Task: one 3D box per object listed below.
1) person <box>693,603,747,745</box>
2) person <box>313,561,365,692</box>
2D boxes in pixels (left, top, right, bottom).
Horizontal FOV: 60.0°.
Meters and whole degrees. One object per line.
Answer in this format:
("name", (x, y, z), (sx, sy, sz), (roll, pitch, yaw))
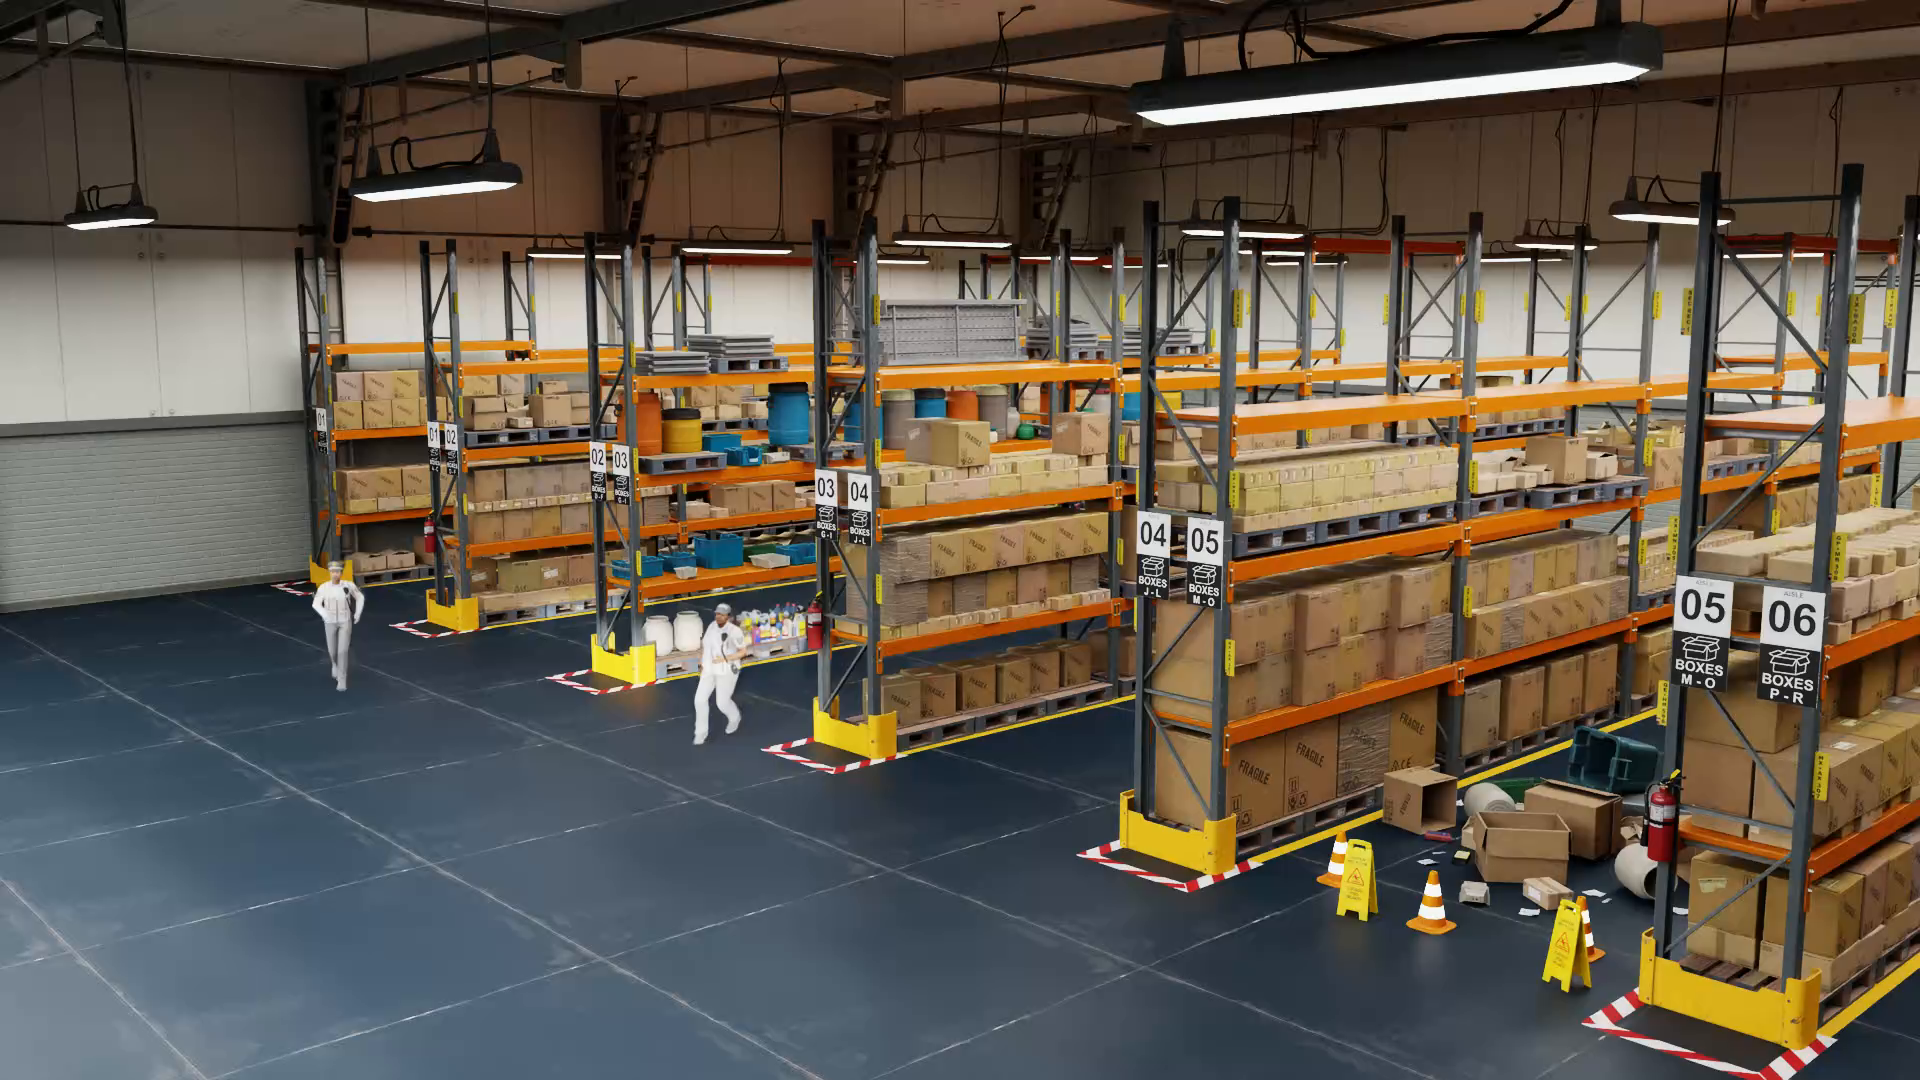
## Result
("person", (-2.739, 1.562, 19.387), (0.649, 1.720, 0.758), (4, 9, 26))
("person", (-8.255, 1.109, 22.129), (0.641, 1.699, 0.778), (-2, 9, -15))
